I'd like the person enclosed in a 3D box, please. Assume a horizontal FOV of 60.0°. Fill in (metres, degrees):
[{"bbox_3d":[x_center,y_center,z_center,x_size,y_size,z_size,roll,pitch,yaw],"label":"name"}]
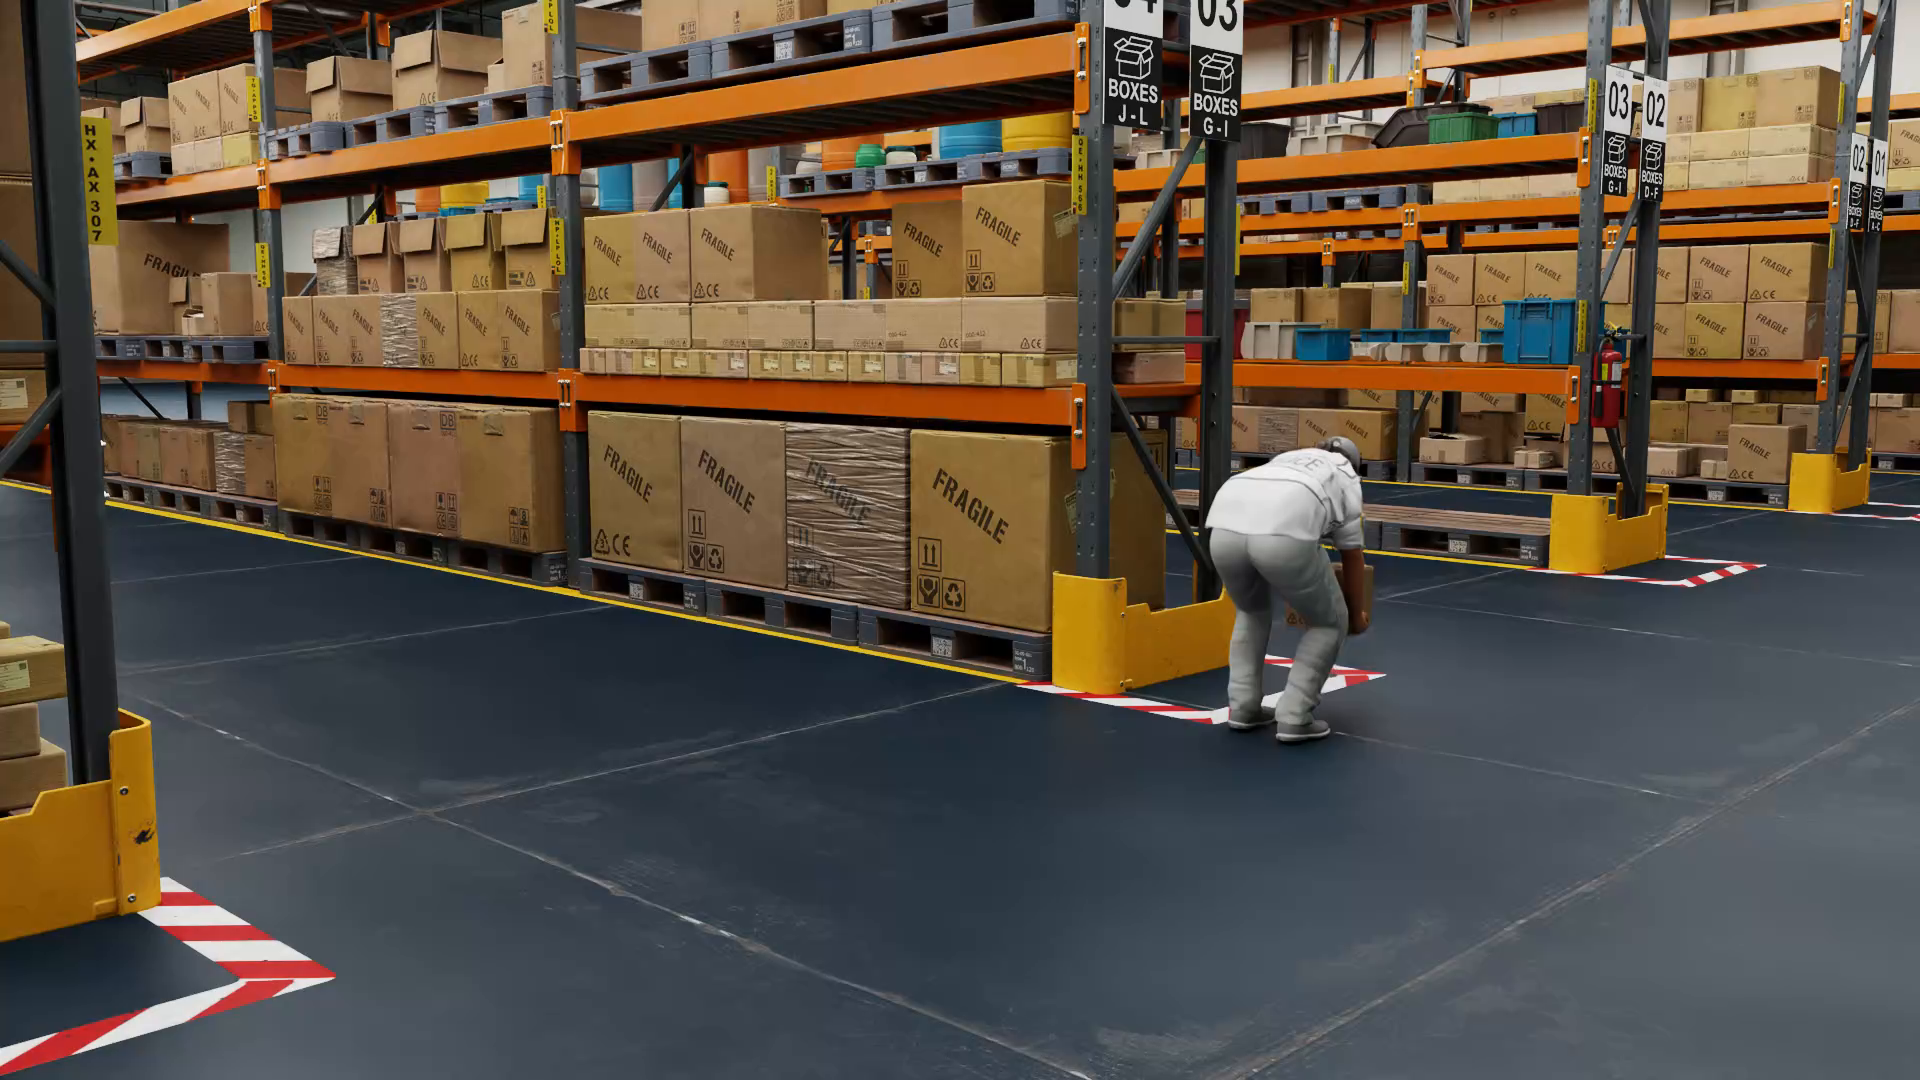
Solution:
[{"bbox_3d":[1.325,0.176,6.521,0.483,1.130,0.926,6,9,38],"label":"person"}]
